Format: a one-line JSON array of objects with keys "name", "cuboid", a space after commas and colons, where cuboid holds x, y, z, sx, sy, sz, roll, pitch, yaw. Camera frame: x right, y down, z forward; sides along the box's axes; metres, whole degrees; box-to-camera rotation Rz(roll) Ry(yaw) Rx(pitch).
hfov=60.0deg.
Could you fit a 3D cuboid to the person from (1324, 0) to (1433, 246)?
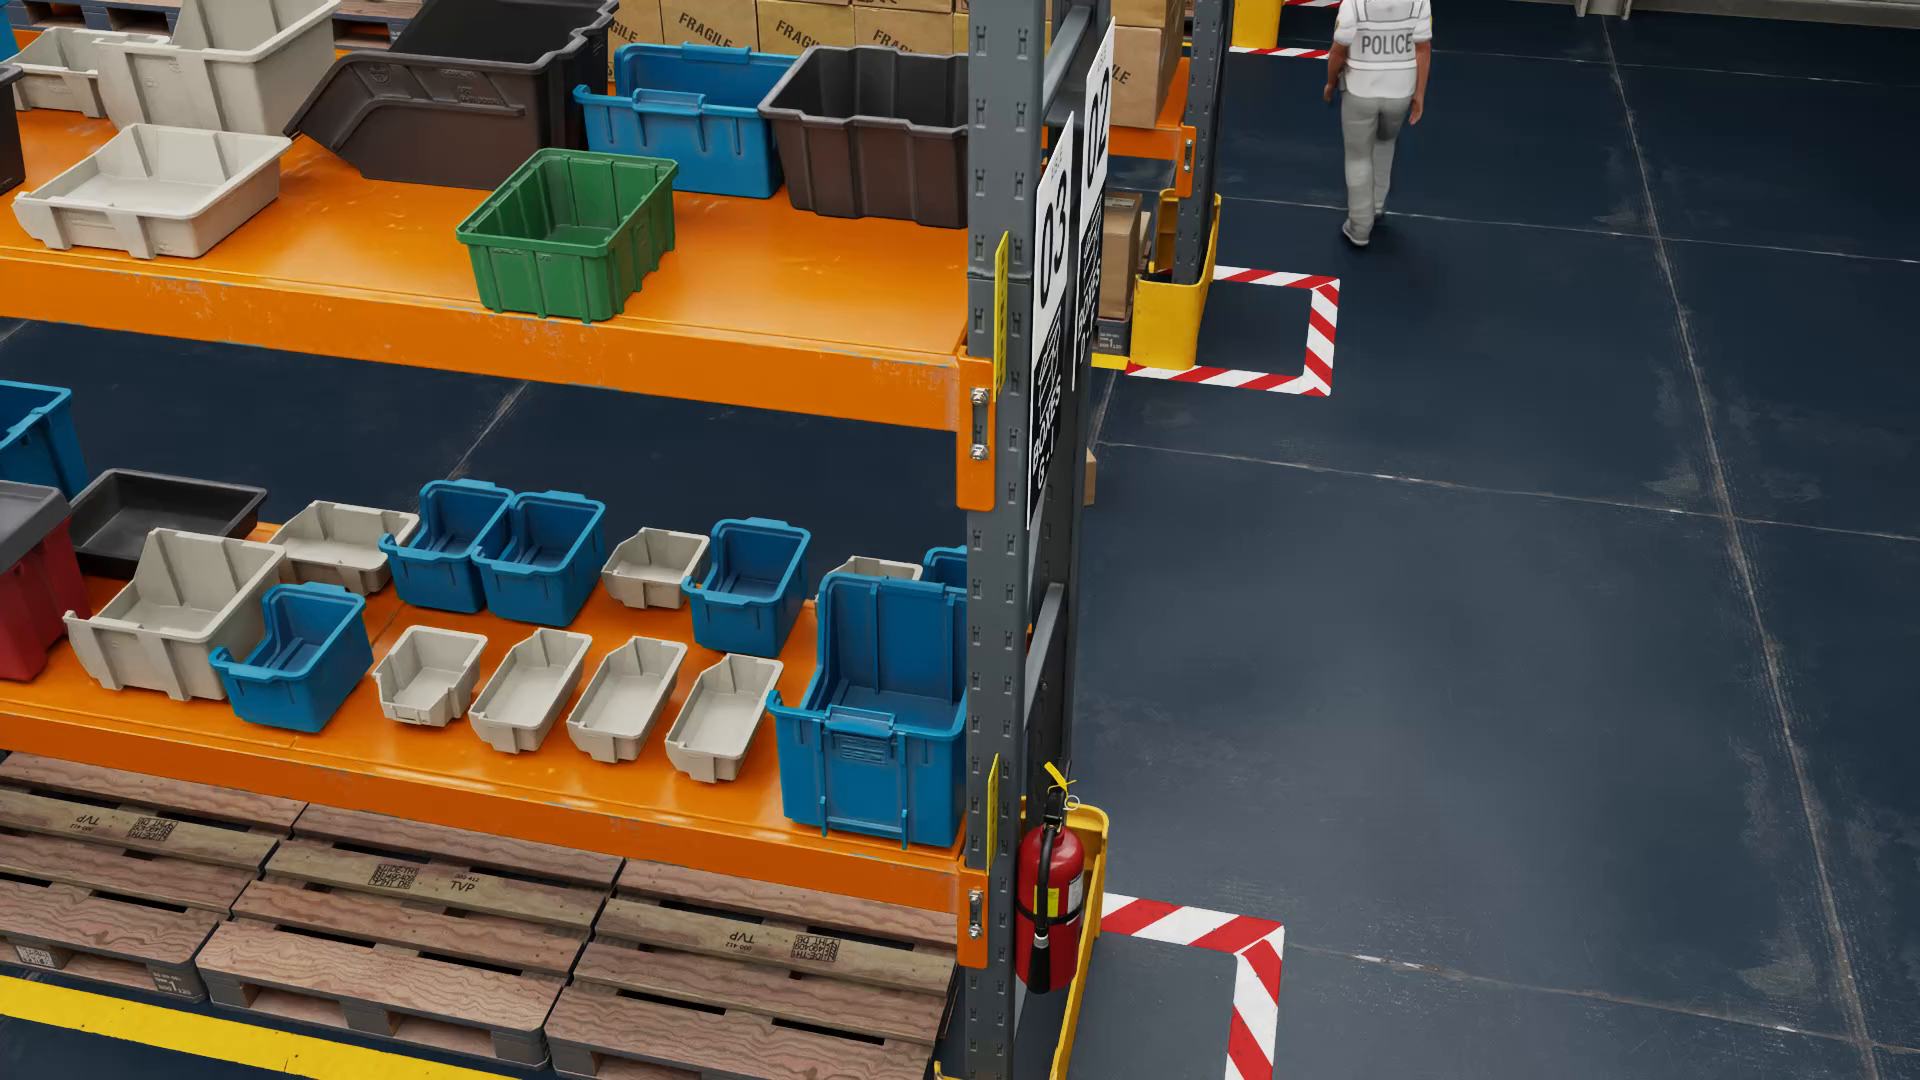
[{"name": "person", "cuboid": [2.398, -2.578, 9.680, 0.547, 1.851, 0.604, -4, 37, -5]}]
